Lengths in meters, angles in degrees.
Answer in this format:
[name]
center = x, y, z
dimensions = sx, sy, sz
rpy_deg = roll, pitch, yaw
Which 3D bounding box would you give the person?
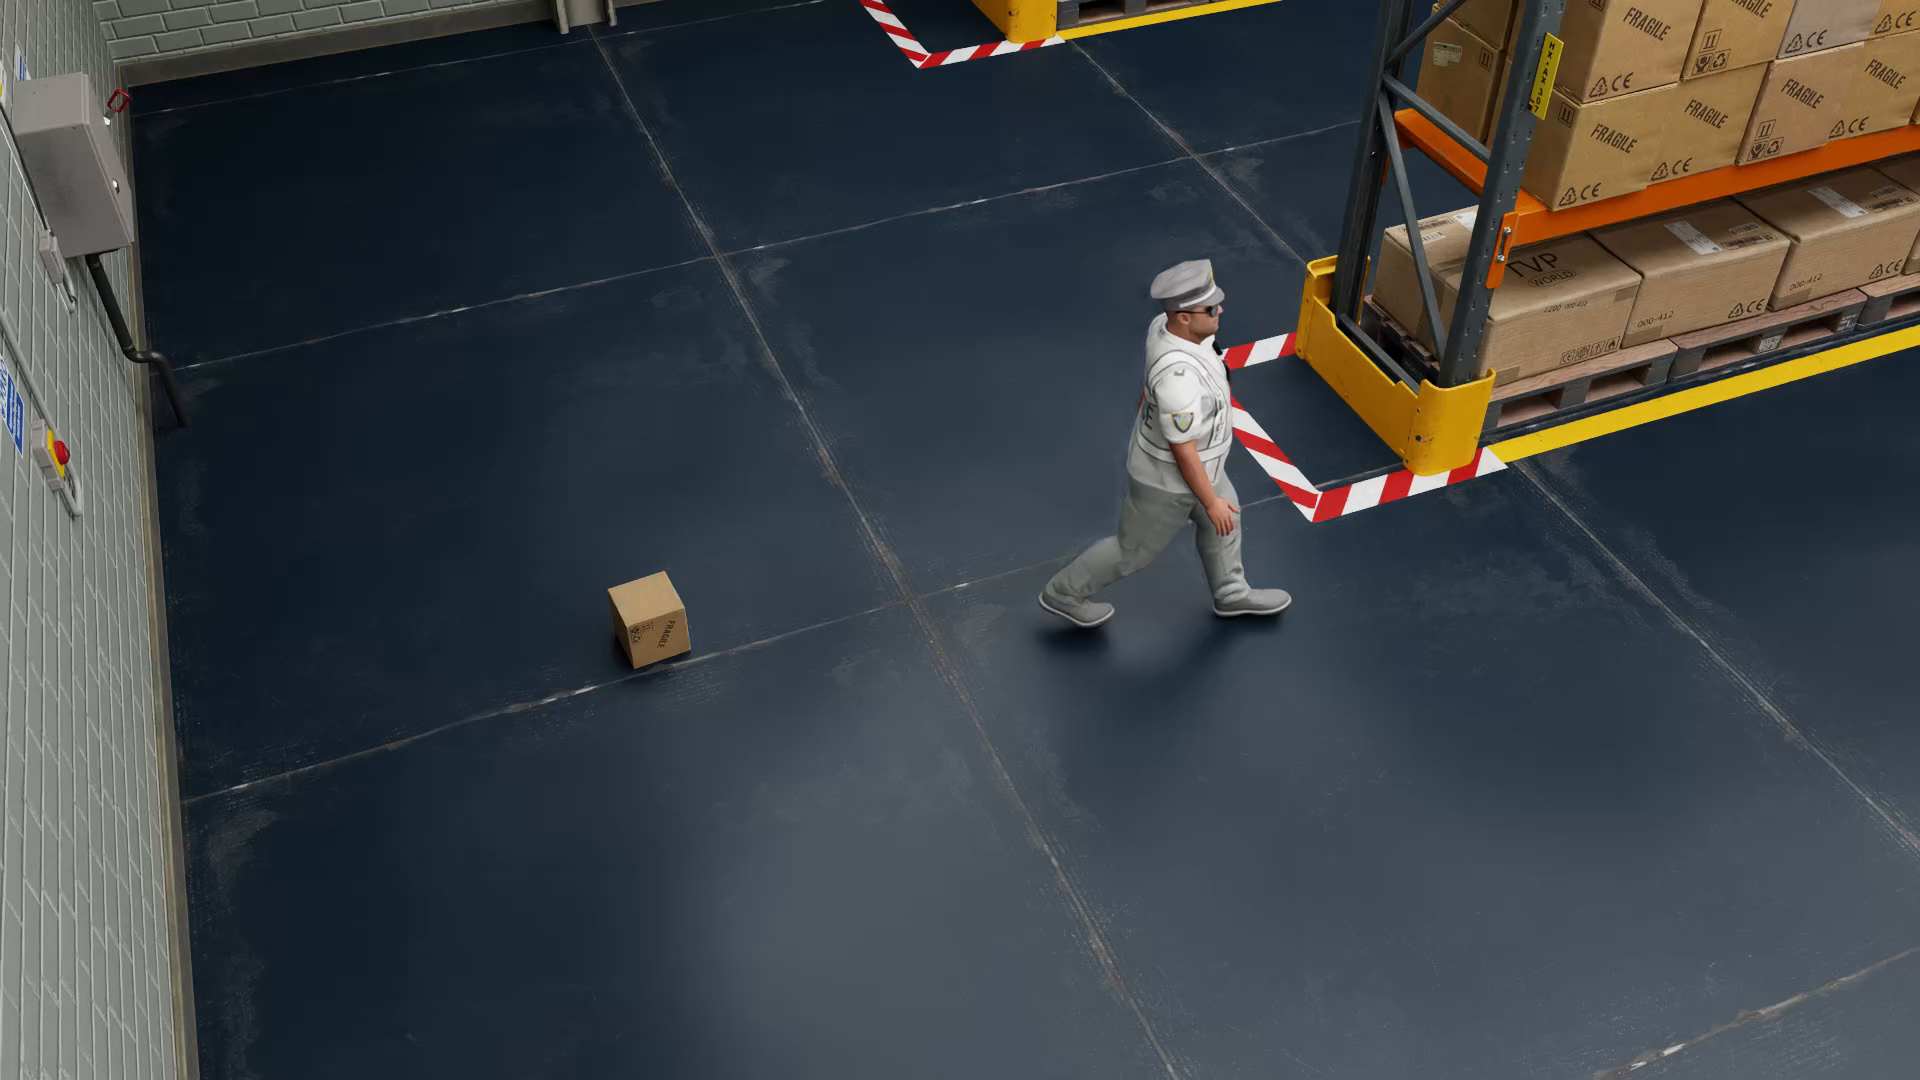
[person]
center = 0.864, -0.313, 6.494
dimensions = 1.057, 1.728, 0.555
rpy_deg = 6, 42, 7
